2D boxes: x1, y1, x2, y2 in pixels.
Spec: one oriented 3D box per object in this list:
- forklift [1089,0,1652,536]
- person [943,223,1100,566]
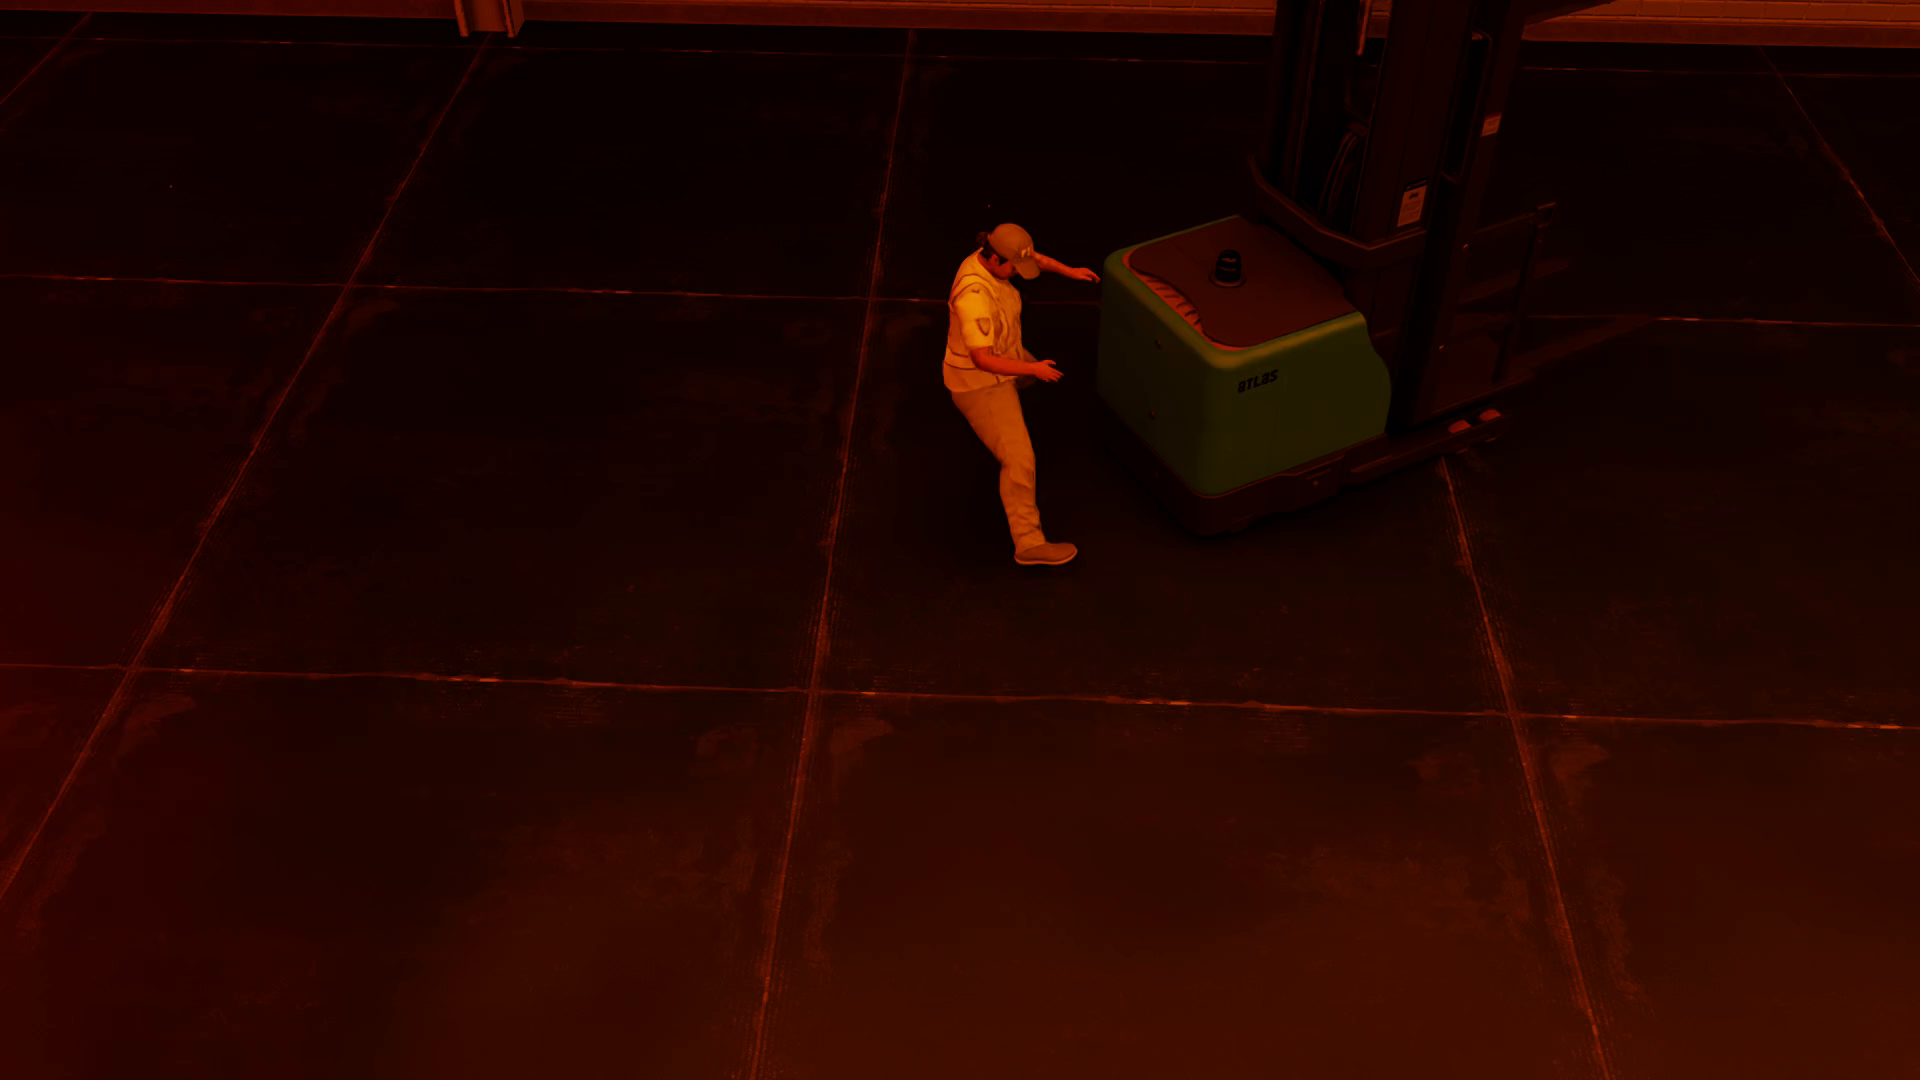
[{"bbox_3d":[2.203,-1.815,7.730,3.031,2.935,1.130,-20,46,-20],"label":"forklift"},{"bbox_3d":[0.281,-0.853,7.763,0.787,1.462,1.282,9,43,10],"label":"person"}]
